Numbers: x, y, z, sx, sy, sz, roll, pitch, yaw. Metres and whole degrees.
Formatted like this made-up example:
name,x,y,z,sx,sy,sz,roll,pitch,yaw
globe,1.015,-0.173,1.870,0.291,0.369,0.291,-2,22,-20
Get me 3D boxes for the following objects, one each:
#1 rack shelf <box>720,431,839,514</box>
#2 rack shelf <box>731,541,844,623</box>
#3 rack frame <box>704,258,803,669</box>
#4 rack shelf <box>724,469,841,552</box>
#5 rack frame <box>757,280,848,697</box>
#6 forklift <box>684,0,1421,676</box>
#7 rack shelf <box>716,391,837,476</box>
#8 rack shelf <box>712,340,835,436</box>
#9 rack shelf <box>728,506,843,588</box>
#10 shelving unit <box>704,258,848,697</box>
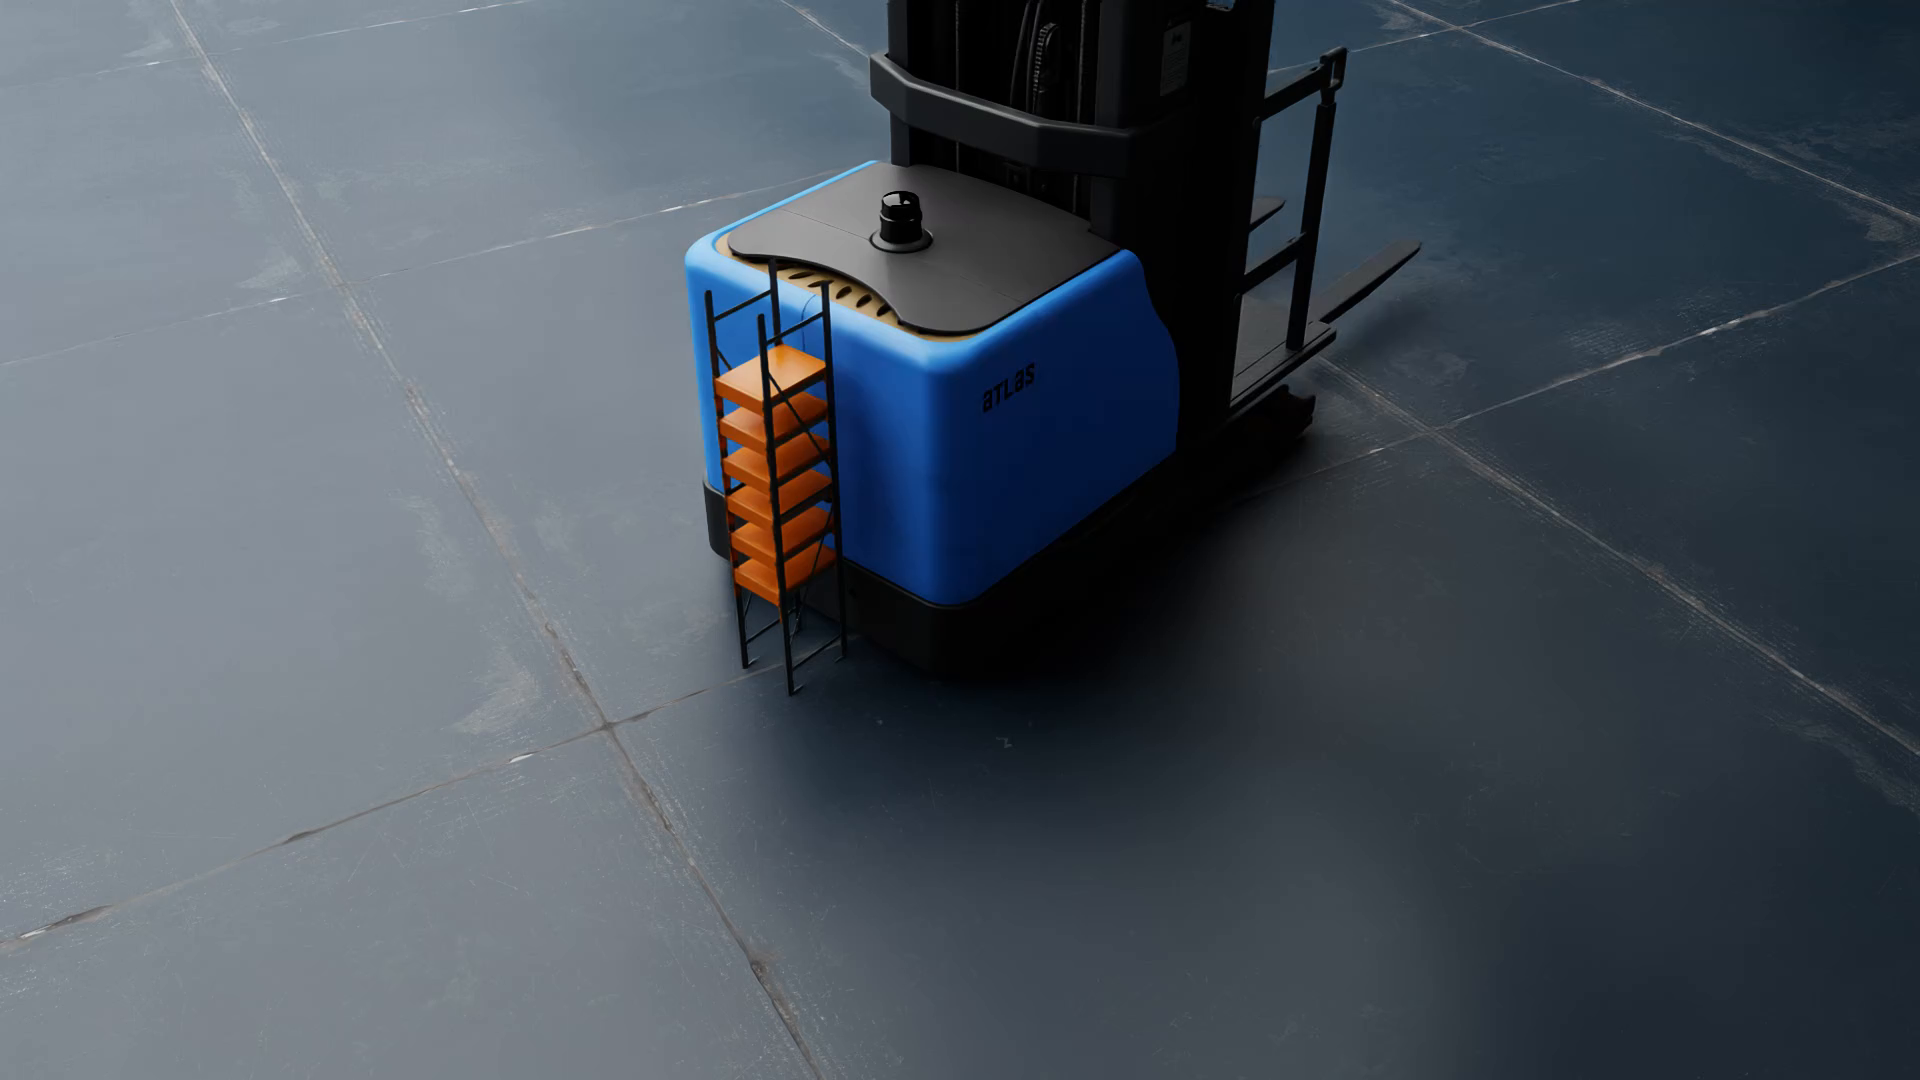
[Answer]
name,x,y,z,sx,sy,sz,roll,pitch,yaw
rack shelf,-0.473,-0.196,4.373,0.180,0.103,0.258,26,44,31
rack shelf,-0.473,0.094,4.586,0.180,0.103,0.258,26,44,31
rack frame,-0.543,-0.170,4.465,0.006,1.200,0.240,26,44,31
rack shelf,-0.473,-0.099,4.444,0.180,0.103,0.258,26,44,31
rack frame,-0.403,-0.100,4.370,0.006,1.200,0.240,26,44,31
forklift,0.561,-1.603,4.960,1.130,2.935,3.031,26,44,31
rack shelf,-0.473,-0.293,4.302,0.180,0.103,0.258,26,44,31
rack shelf,-0.473,-0.390,4.231,0.180,0.103,0.258,26,44,31
rack shelf,-0.473,-0.003,4.515,0.180,0.103,0.258,26,44,31
shelving unit,-0.473,-0.135,4.418,0.189,1.200,0.258,26,44,31
